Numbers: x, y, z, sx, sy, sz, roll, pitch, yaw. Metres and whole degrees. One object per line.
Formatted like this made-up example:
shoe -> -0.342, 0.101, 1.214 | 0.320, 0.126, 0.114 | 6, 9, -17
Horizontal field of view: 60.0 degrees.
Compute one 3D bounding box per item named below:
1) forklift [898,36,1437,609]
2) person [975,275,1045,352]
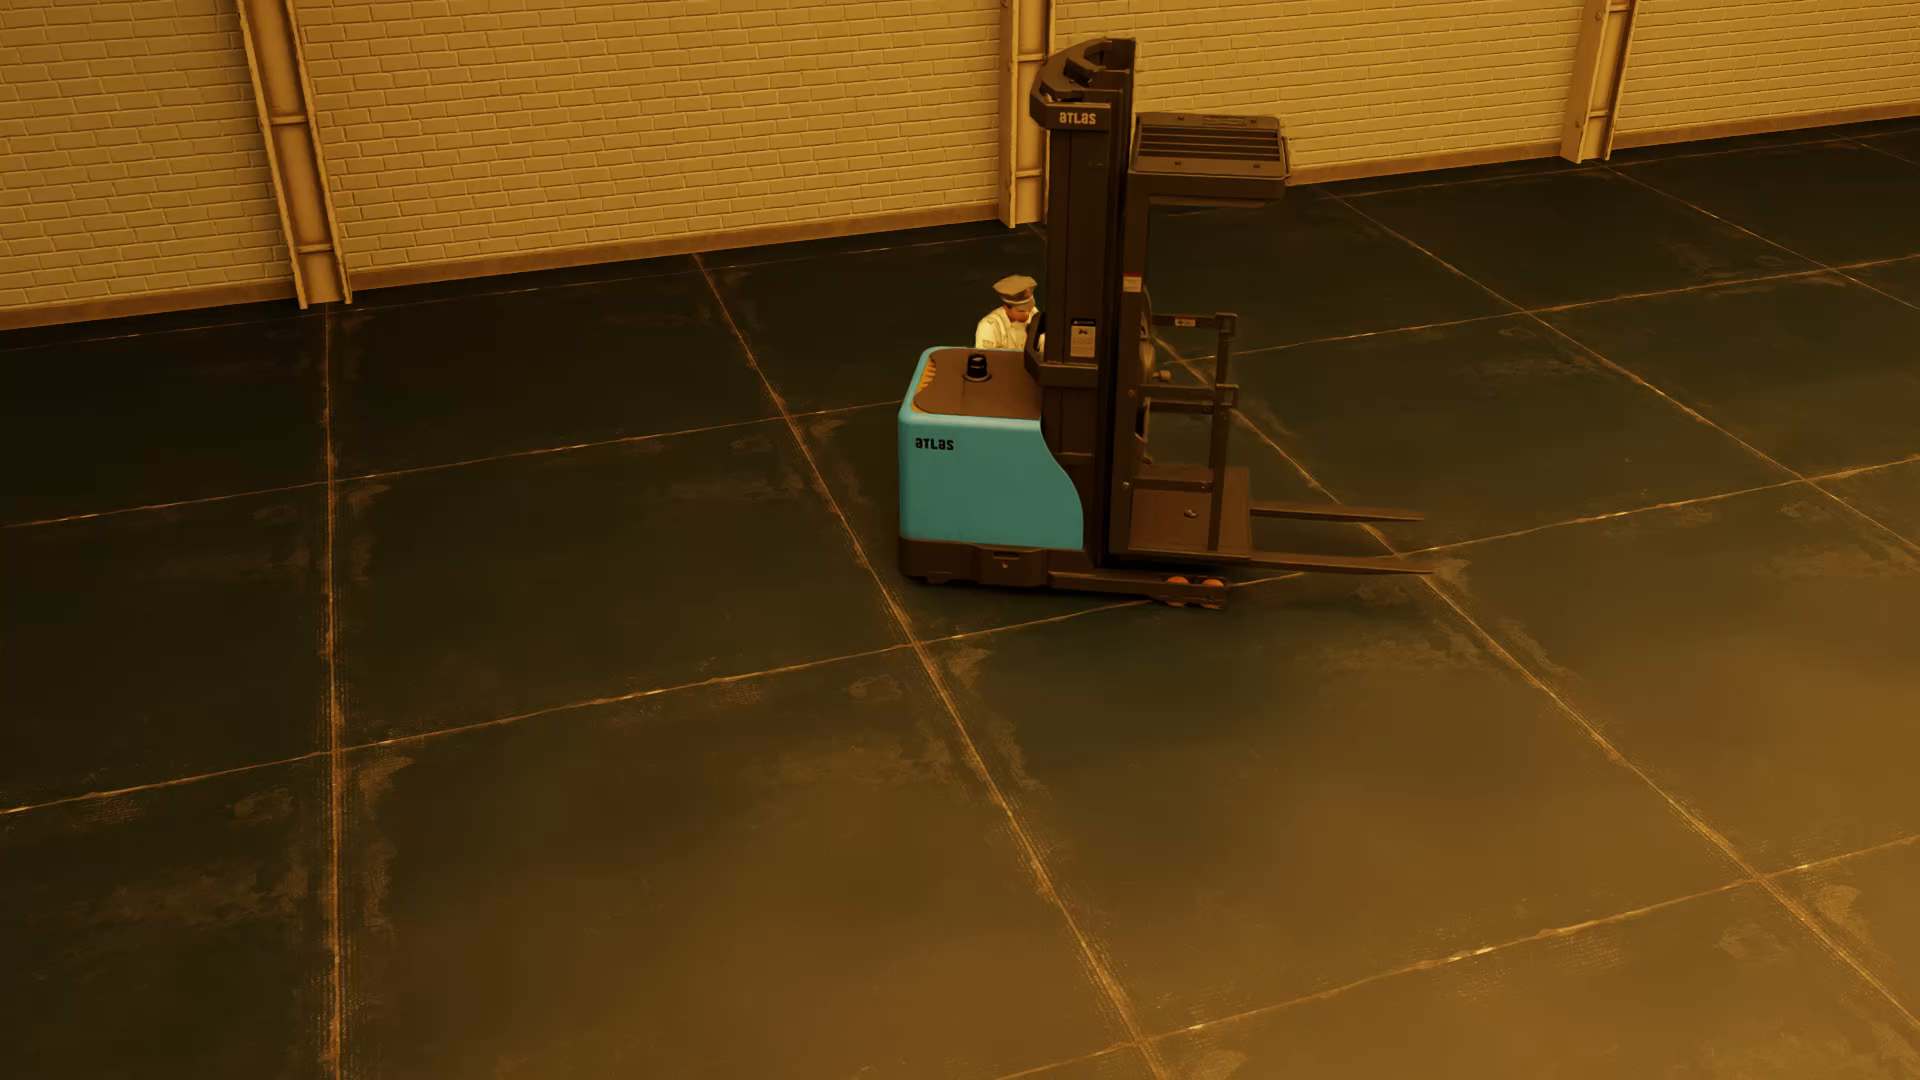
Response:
forklift -> 1.202, -1.166, 9.114 | 3.031, 2.935, 1.130 | 4, 30, 7
person -> 0.423, -0.857, 10.189 | 0.738, 1.453, 0.857 | -20, 35, -31
